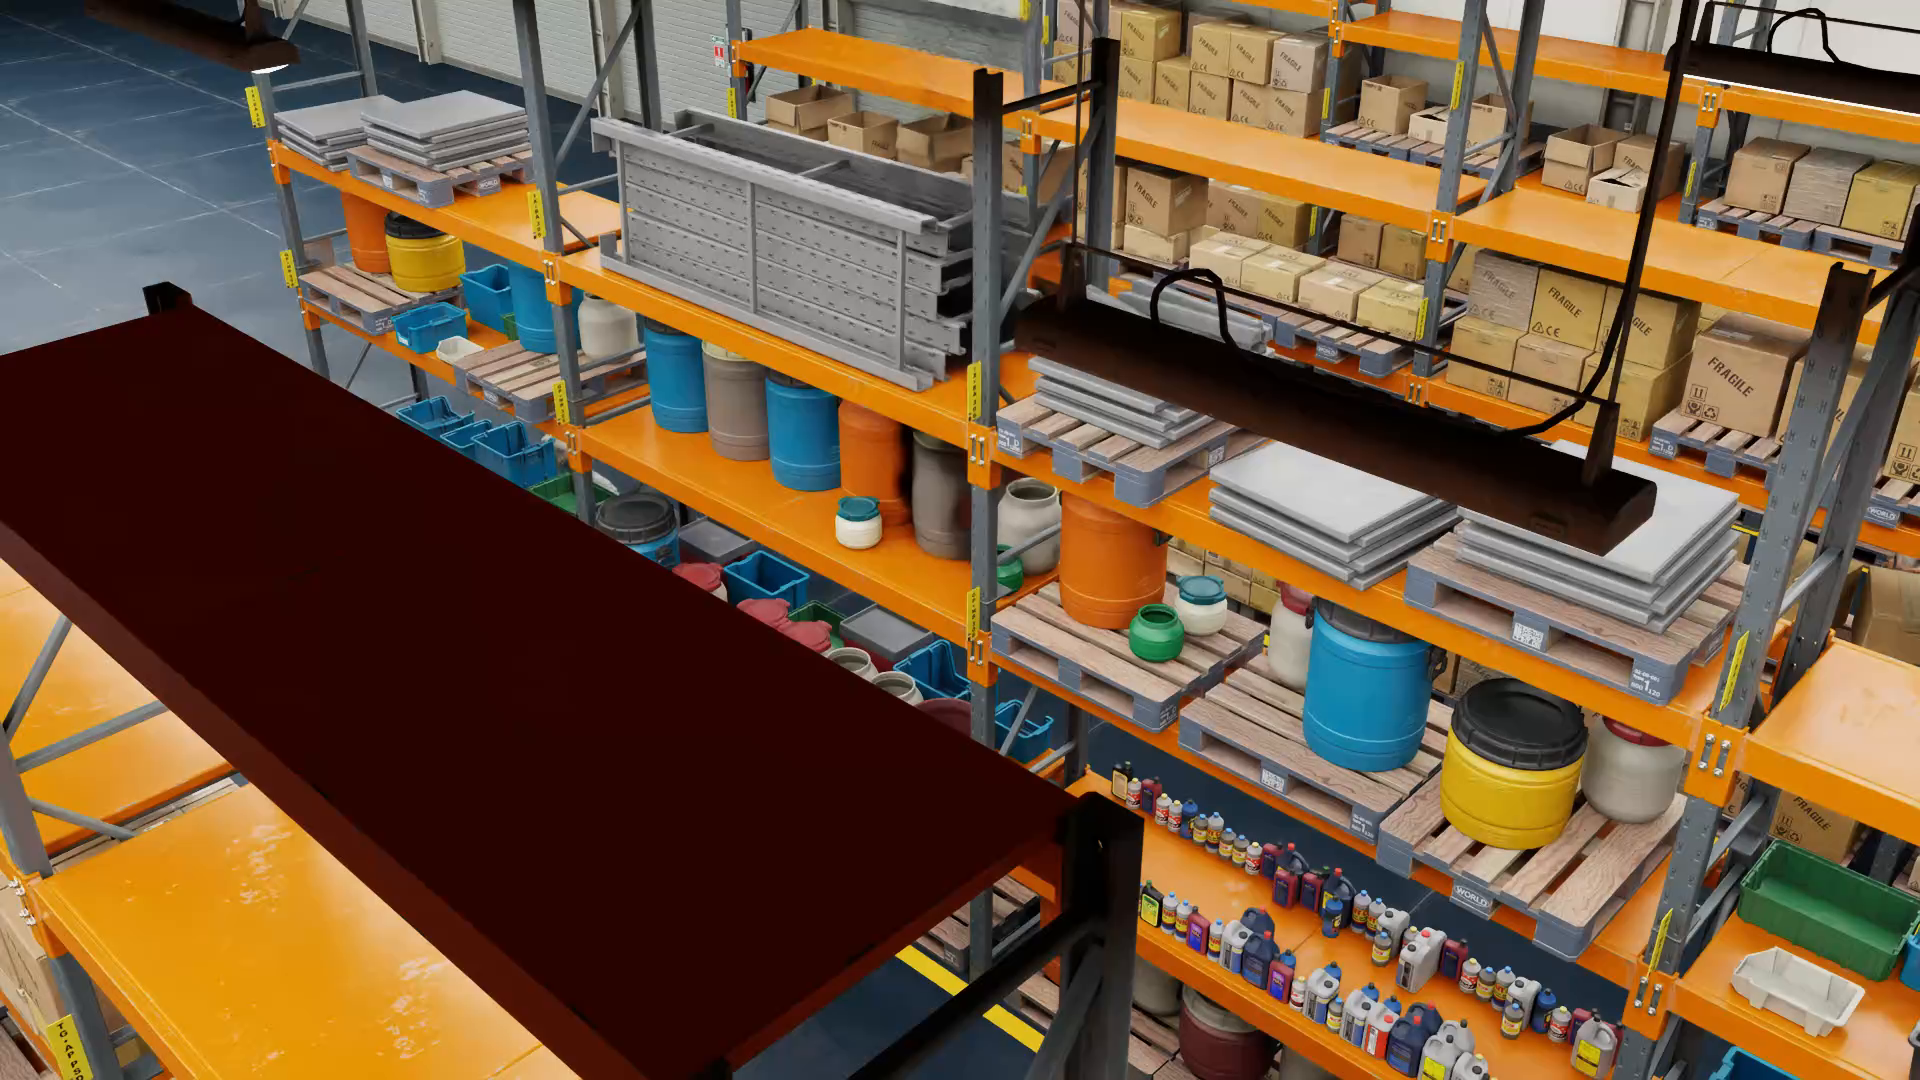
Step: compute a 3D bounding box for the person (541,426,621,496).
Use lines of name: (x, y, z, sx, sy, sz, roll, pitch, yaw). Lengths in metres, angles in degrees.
person: (-3.782, -0.956, 16.174, 0.957, 1.770, 0.693, 14, 32, 23)

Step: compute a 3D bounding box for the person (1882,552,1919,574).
person: (8.013, 0.386, 13.896, 0.697, 1.652, 0.613, 21, 36, 33)
